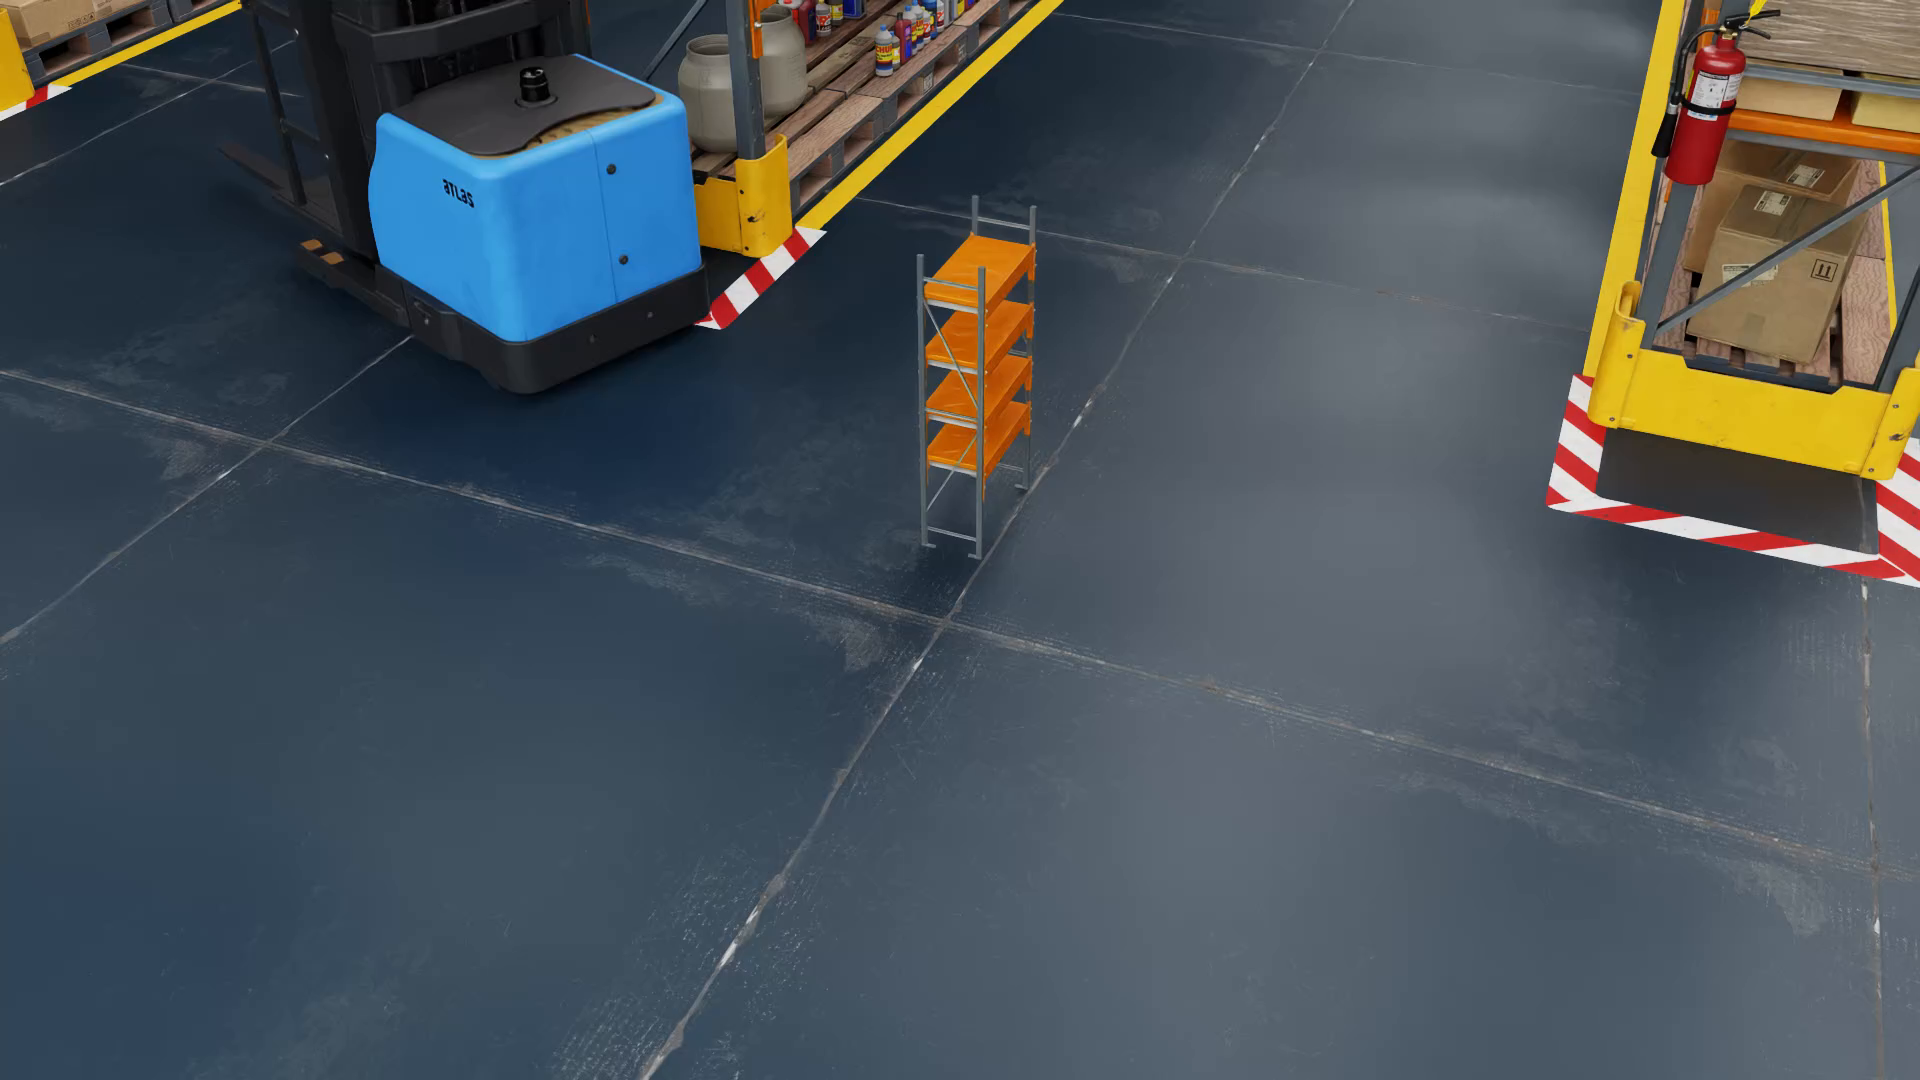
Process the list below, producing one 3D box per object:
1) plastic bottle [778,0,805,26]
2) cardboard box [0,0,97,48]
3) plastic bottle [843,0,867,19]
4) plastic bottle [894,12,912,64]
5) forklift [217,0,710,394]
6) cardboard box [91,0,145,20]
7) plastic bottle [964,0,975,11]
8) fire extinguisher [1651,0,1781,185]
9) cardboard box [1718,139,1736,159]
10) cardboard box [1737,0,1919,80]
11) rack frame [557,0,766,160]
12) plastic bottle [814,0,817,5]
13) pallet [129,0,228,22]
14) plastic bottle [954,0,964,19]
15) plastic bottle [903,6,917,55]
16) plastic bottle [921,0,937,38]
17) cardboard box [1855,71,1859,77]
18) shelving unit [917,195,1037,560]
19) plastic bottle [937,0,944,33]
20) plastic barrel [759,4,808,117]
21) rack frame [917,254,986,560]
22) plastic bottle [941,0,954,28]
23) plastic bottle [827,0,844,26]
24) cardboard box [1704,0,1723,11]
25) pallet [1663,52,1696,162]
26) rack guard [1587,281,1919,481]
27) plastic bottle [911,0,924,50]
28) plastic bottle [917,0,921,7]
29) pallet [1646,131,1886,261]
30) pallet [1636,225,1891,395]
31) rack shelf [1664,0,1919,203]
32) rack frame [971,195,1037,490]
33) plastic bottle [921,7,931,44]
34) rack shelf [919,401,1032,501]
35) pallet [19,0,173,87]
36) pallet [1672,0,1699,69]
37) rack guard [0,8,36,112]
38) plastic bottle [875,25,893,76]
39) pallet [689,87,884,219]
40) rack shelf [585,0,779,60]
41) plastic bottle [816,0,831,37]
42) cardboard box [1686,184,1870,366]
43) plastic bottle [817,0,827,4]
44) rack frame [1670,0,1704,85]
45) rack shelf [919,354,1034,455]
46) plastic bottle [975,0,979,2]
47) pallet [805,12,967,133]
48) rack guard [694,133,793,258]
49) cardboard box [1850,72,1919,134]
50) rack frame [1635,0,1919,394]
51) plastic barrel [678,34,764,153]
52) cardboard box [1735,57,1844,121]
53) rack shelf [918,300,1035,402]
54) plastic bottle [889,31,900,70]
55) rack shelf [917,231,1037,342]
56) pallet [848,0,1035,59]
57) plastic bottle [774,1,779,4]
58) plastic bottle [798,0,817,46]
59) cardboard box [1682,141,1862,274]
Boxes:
[{"bbox_3d":[-0.992,-3.074,9.764,0.152,0.276,0.135,14,39,18],"label":"plastic bottle"},{"bbox_3d":[-5.576,-3.182,9.947,0.500,0.250,0.500,14,39,18],"label":"cardboard box"},{"bbox_3d":[-0.662,-3.326,10.102,0.152,0.276,0.135,14,39,18],"label":"plastic bottle"},{"bbox_3d":[-0.325,-2.881,9.500,0.061,0.283,0.133,14,39,18],"label":"plastic bottle"},{"bbox_3d":[-2.536,-2.557,7.223,3.031,2.935,1.130,30,46,34],"label":"forklift"},{"bbox_3d":[-5.389,-3.460,10.319,0.500,0.250,0.500,14,39,18],"label":"cardboard box"},{"bbox_3d":[0.041,-3.413,10.212,0.061,0.283,0.133,16,40,21],"label":"plastic bottle"},{"bbox_3d":[2.704,-1.621,5.977,0.296,0.674,0.183,14,39,18],"label":"fire extinguisher"},{"bbox_3d":[3.879,-1.800,7.890,0.500,0.500,0.500,18,40,22],"label":"cardboard box"},{"bbox_3d":[3.409,-2.068,6.179,0.875,0.500,0.500,14,39,18],"label":"cardboard box"},{"bbox_3d":[-1.406,-2.738,7.408,1.000,3.000,0.127,14,39,18],"label":"rack frame"},{"bbox_3d":[-0.939,-3.150,9.867,0.152,0.276,0.135,13,39,16],"label":"plastic bottle"},{"bbox_3d":[-5.268,-3.858,11.235,1.003,0.211,1.213,14,39,18],"label":"pallet"},{"bbox_3d":[-0.059,-3.361,10.086,0.144,0.351,0.185,14,39,17],"label":"plastic bottle"},{"bbox_3d":[-0.298,-2.944,9.595,0.097,0.271,0.097,0,37,0],"label":"plastic bottle"},{"bbox_3d":[-0.183,-3.112,9.819,0.097,0.271,0.097,0,37,0],"label":"plastic bottle"},{"bbox_3d":[3.616,-1.747,6.292,0.380,0.149,0.250,14,39,18],"label":"cardboard box"},{"bbox_3d":[0.063,-0.572,6.013,0.258,1.200,0.503,14,39,18],"label":"shelving unit"},{"bbox_3d":[-0.144,-3.140,9.916,0.097,0.201,0.097,0,37,0],"label":"plastic bottle"},{"bbox_3d":[-1.036,-2.569,8.909,0.421,0.512,0.421,0,37,0],"label":"plastic barrel"},{"bbox_3d":[-0.030,-0.437,5.833,0.240,1.200,0.015,14,39,18],"label":"rack frame"},{"bbox_3d":[-0.124,-3.242,9.989,0.152,0.276,0.135,15,39,19],"label":"plastic bottle"},{"bbox_3d":[-0.751,-3.210,10.009,0.097,0.201,0.097,0,37,0],"label":"plastic bottle"},{"bbox_3d":[3.488,-2.372,6.586,0.875,0.500,0.500,14,39,18],"label":"cardboard box"},{"bbox_3d":[4.473,-2.328,9.188,1.003,0.211,1.213,14,39,18],"label":"pallet"},{"bbox_3d":[3.203,-0.651,6.703,1.175,0.500,0.348,14,39,18],"label":"rack guard"},{"bbox_3d":[-0.260,-3.000,9.669,0.097,0.271,0.097,0,37,0],"label":"plastic bottle"},{"bbox_3d":[-0.223,-3.269,10.019,0.061,0.283,0.133,14,39,18],"label":"plastic bottle"},{"bbox_3d":[4.011,-1.650,8.281,1.003,0.211,1.213,14,39,18],"label":"pallet"},{"bbox_3d":[3.545,-0.977,7.381,1.003,0.211,1.213,14,39,18],"label":"pallet"},{"bbox_3d":[3.935,-2.429,7.595,1.077,0.370,4.000,14,39,18],"label":"rack shelf"},{"bbox_3d":[0.156,-0.707,6.194,0.240,1.200,0.015,14,39,18],"label":"rack frame"},{"bbox_3d":[-0.222,-3.027,9.764,0.097,0.201,0.097,0,37,0],"label":"plastic bottle"},{"bbox_3d":[0.063,-0.359,6.173,0.258,0.148,0.480,14,39,18],"label":"rack shelf"},{"bbox_3d":[-5.733,-3.185,10.334,1.003,0.211,1.213,14,39,18],"label":"pallet"},{"bbox_3d":[4.991,-3.139,10.274,1.003,0.211,1.213,14,39,18],"label":"pallet"},{"bbox_3d":[-5.995,-2.854,9.651,1.175,0.500,0.348,14,39,18],"label":"rack guard"},{"bbox_3d":[-0.428,-2.755,9.341,0.097,0.271,0.097,0,37,0],"label":"plastic bottle"},{"bbox_3d":[-1.107,-2.123,8.914,1.003,0.211,1.213,14,39,18],"label":"pallet"},{"bbox_3d":[-0.645,-3.557,9.105,1.077,0.370,4.000,14,39,18],"label":"rack shelf"},{"bbox_3d":[-0.816,-3.102,9.865,0.097,0.201,0.097,0,37,0],"label":"plastic bottle"},{"bbox_3d":[3.427,-1.119,6.979,0.500,0.500,0.500,21,42,26],"label":"cardboard box"},{"bbox_3d":[-0.879,-3.273,9.968,0.144,0.351,0.185,15,39,20],"label":"plastic bottle"},{"bbox_3d":[4.696,-3.825,8.862,1.000,3.000,0.127,14,39,18],"label":"rack frame"},{"bbox_3d":[0.063,-0.518,6.054,0.258,0.148,0.480,14,39,18],"label":"rack shelf"},{"bbox_3d":[0.064,-3.540,10.325,0.144,0.351,0.185,12,38,15],"label":"plastic bottle"},{"bbox_3d":[-0.641,-2.796,9.814,1.003,0.211,1.213,14,39,18],"label":"pallet"},{"bbox_3d":[-1.421,-1.790,8.227,1.175,0.500,0.348,14,39,18],"label":"rack guard"},{"bbox_3d":[3.503,-1.613,6.112,0.380,0.149,0.250,14,39,18],"label":"cardboard box"},{"bbox_3d":[3.174,-1.610,5.899,1.000,3.000,0.127,14,39,18],"label":"rack frame"},{"bbox_3d":[-1.226,-2.292,8.538,0.421,0.512,0.421,0,37,0],"label":"plastic barrel"},{"bbox_3d":[3.092,-1.714,6.248,0.380,0.149,0.250,14,39,18],"label":"cardboard box"},{"bbox_3d":[0.063,-0.698,5.920,0.258,0.148,0.480,14,39,18],"label":"rack shelf"},{"bbox_3d":[-0.389,-2.784,9.439,0.097,0.201,0.097,0,37,0],"label":"plastic bottle"},{"bbox_3d":[0.063,-0.887,5.778,0.258,0.148,0.480,14,39,18],"label":"rack shelf"},{"bbox_3d":[-0.178,-3.474,10.721,1.003,0.211,1.213,14,39,18],"label":"pallet"},{"bbox_3d":[-1.085,-3.012,9.676,0.061,0.283,0.133,15,39,19],"label":"plastic bottle"},{"bbox_3d":[-0.893,-3.053,9.730,0.061,0.283,0.133,14,39,18],"label":"plastic bottle"},{"bbox_3d":[3.623,-1.458,7.432,0.500,0.500,0.500,25,43,29],"label":"cardboard box"}]
